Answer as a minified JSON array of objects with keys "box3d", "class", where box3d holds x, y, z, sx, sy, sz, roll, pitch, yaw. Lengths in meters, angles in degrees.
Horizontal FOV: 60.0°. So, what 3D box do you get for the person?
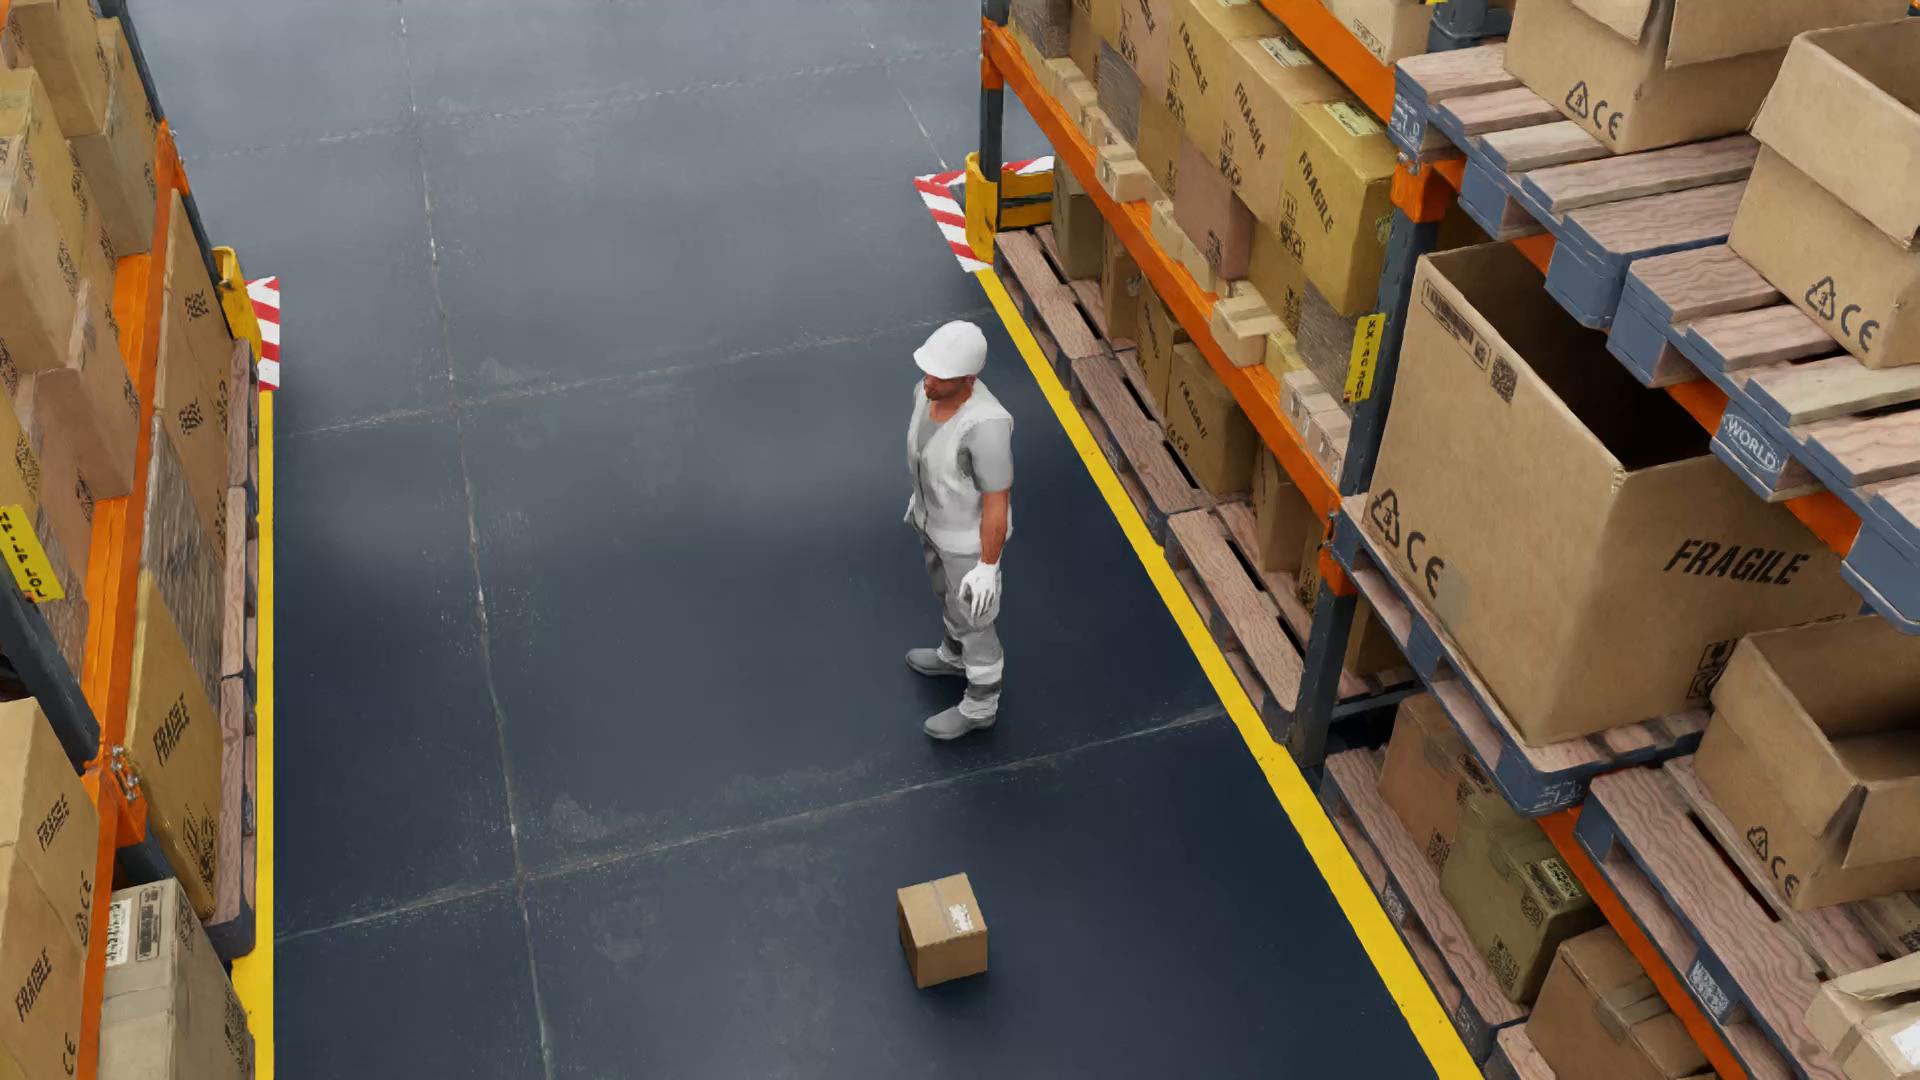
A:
[{"box3d":[-0.020,-0.013,6.105,0.393,1.800,0.668,-19,45,-20],"class":"person"}]
